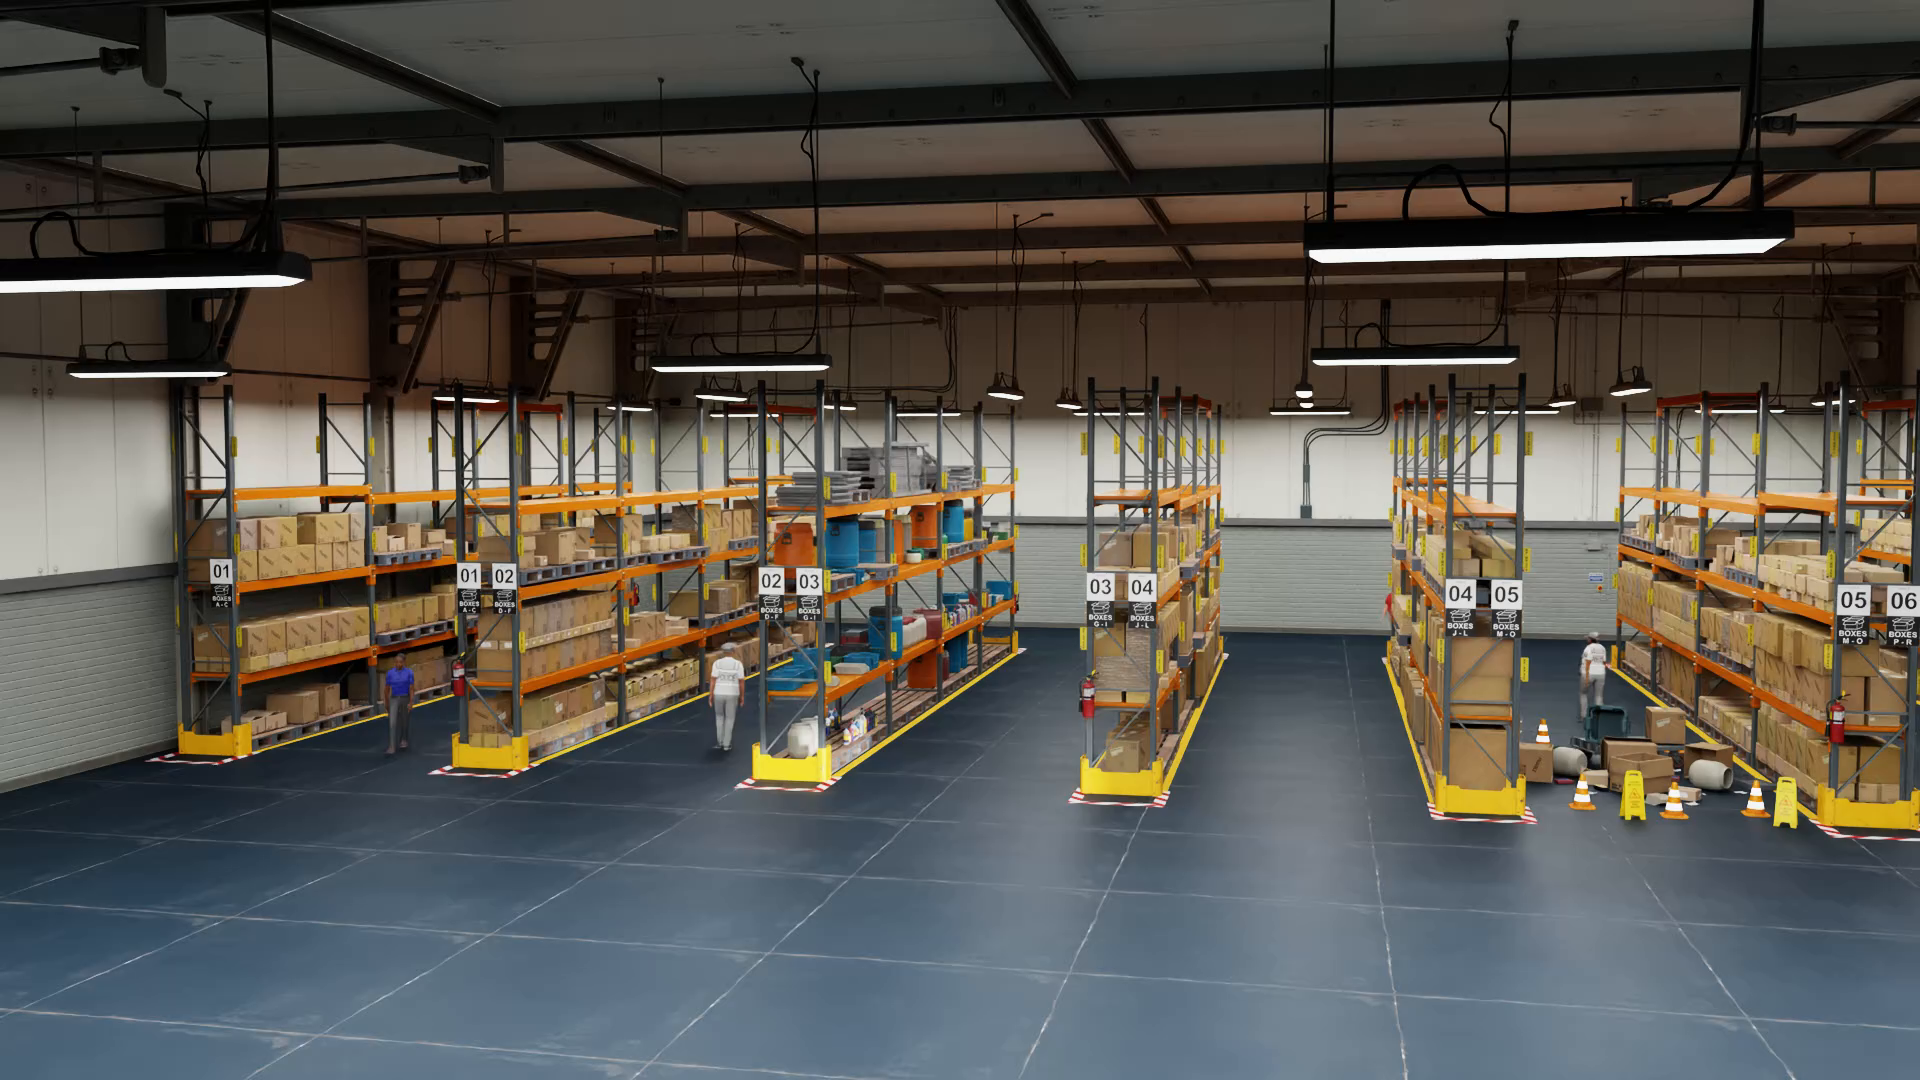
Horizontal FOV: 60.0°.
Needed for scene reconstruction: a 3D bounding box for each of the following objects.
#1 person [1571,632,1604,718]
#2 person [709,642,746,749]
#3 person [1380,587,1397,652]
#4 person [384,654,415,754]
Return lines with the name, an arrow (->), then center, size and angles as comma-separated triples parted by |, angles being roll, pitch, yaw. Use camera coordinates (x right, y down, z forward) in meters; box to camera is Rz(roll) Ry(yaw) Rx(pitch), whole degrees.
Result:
person -> 11.494, 2.487, 30.271 | 0.493, 1.630, 0.867 | 0, 3, 4
person -> -3.839, 2.581, 27.633 | 0.584, 1.753, 0.866 | 0, 3, 4
person -> 10.576, 1.878, 40.500 | 1.018, 1.667, 0.577 | -3, 4, -45
person -> -9.192, 2.658, 27.210 | 0.514, 1.594, 1.002 | -2, 4, -30
